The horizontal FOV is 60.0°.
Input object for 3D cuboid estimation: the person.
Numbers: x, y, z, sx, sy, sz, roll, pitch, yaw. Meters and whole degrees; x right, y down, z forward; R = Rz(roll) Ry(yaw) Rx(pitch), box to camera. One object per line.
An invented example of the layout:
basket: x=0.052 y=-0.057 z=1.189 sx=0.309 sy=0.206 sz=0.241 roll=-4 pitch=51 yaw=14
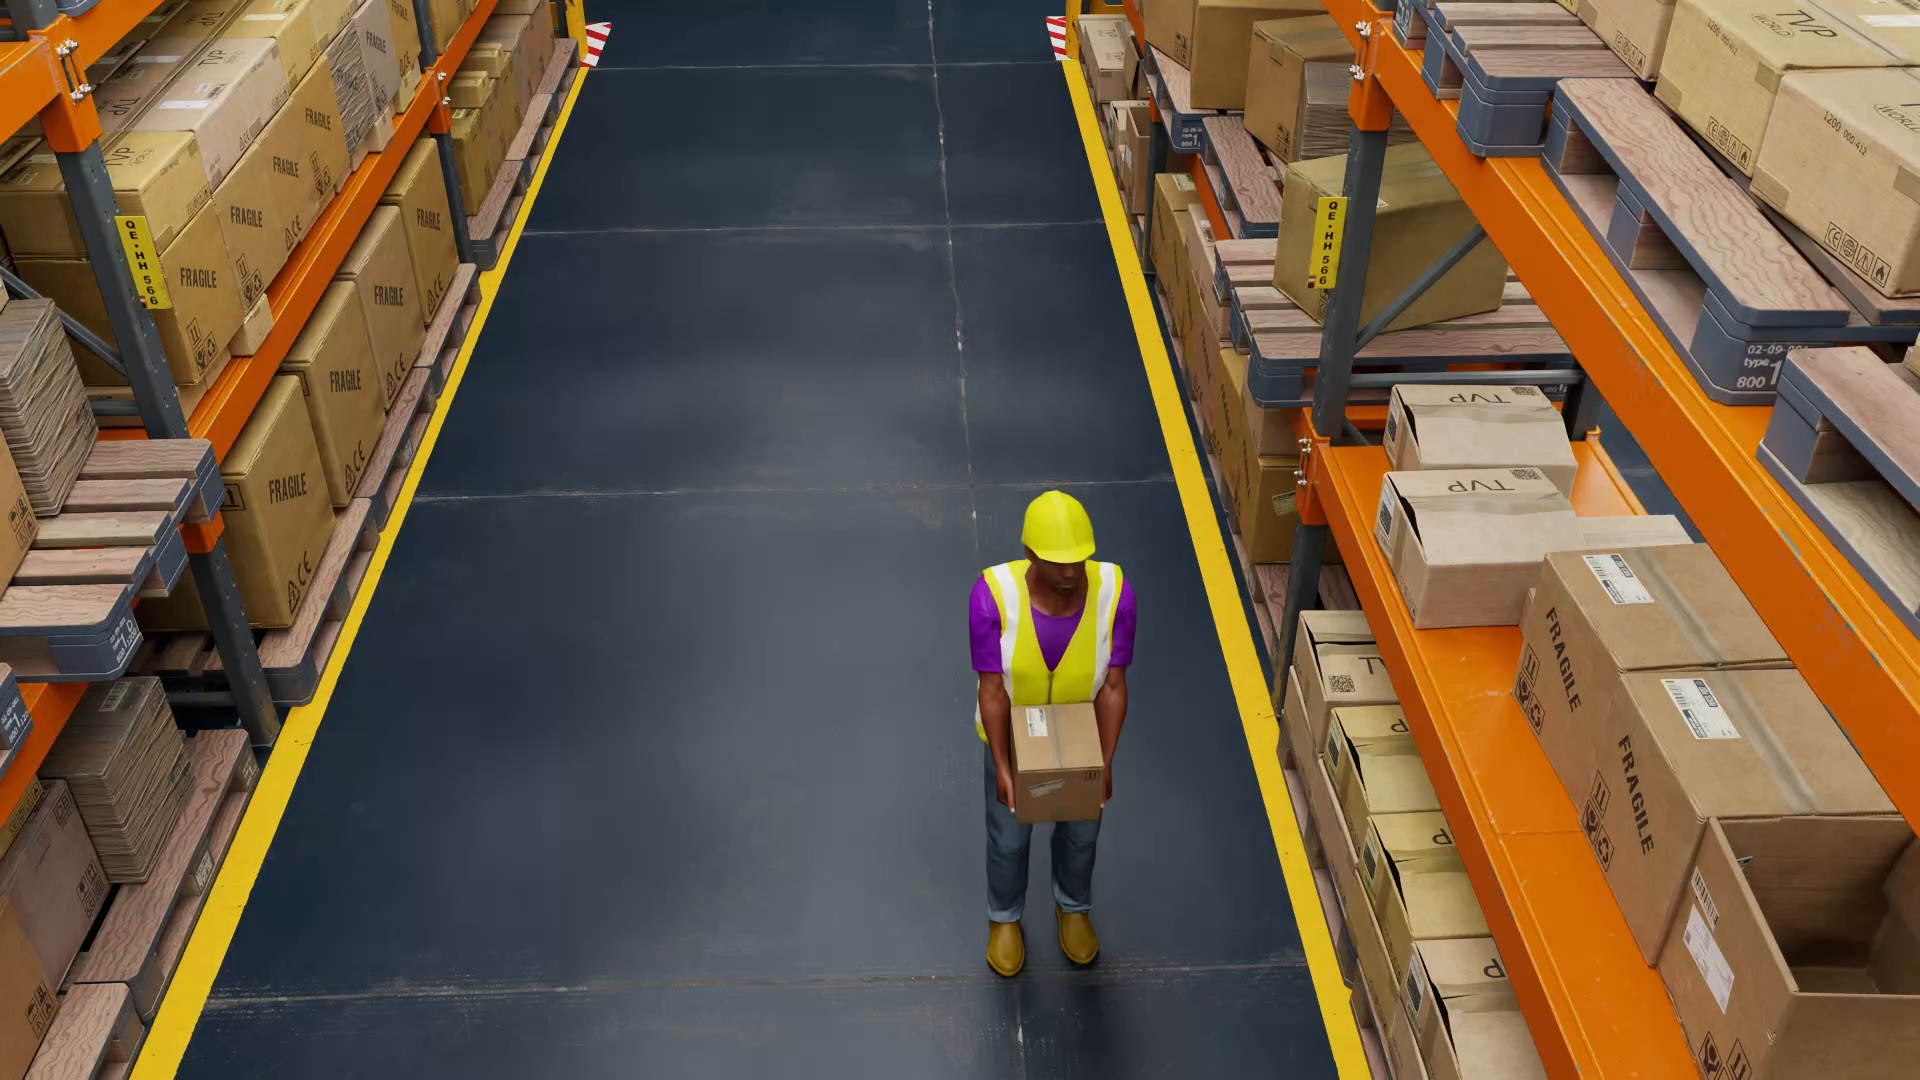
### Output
person: x=0.286 y=0.665 z=5.177 sx=0.505 sy=1.763 sz=0.559 roll=-2 pitch=35 yaw=-3
